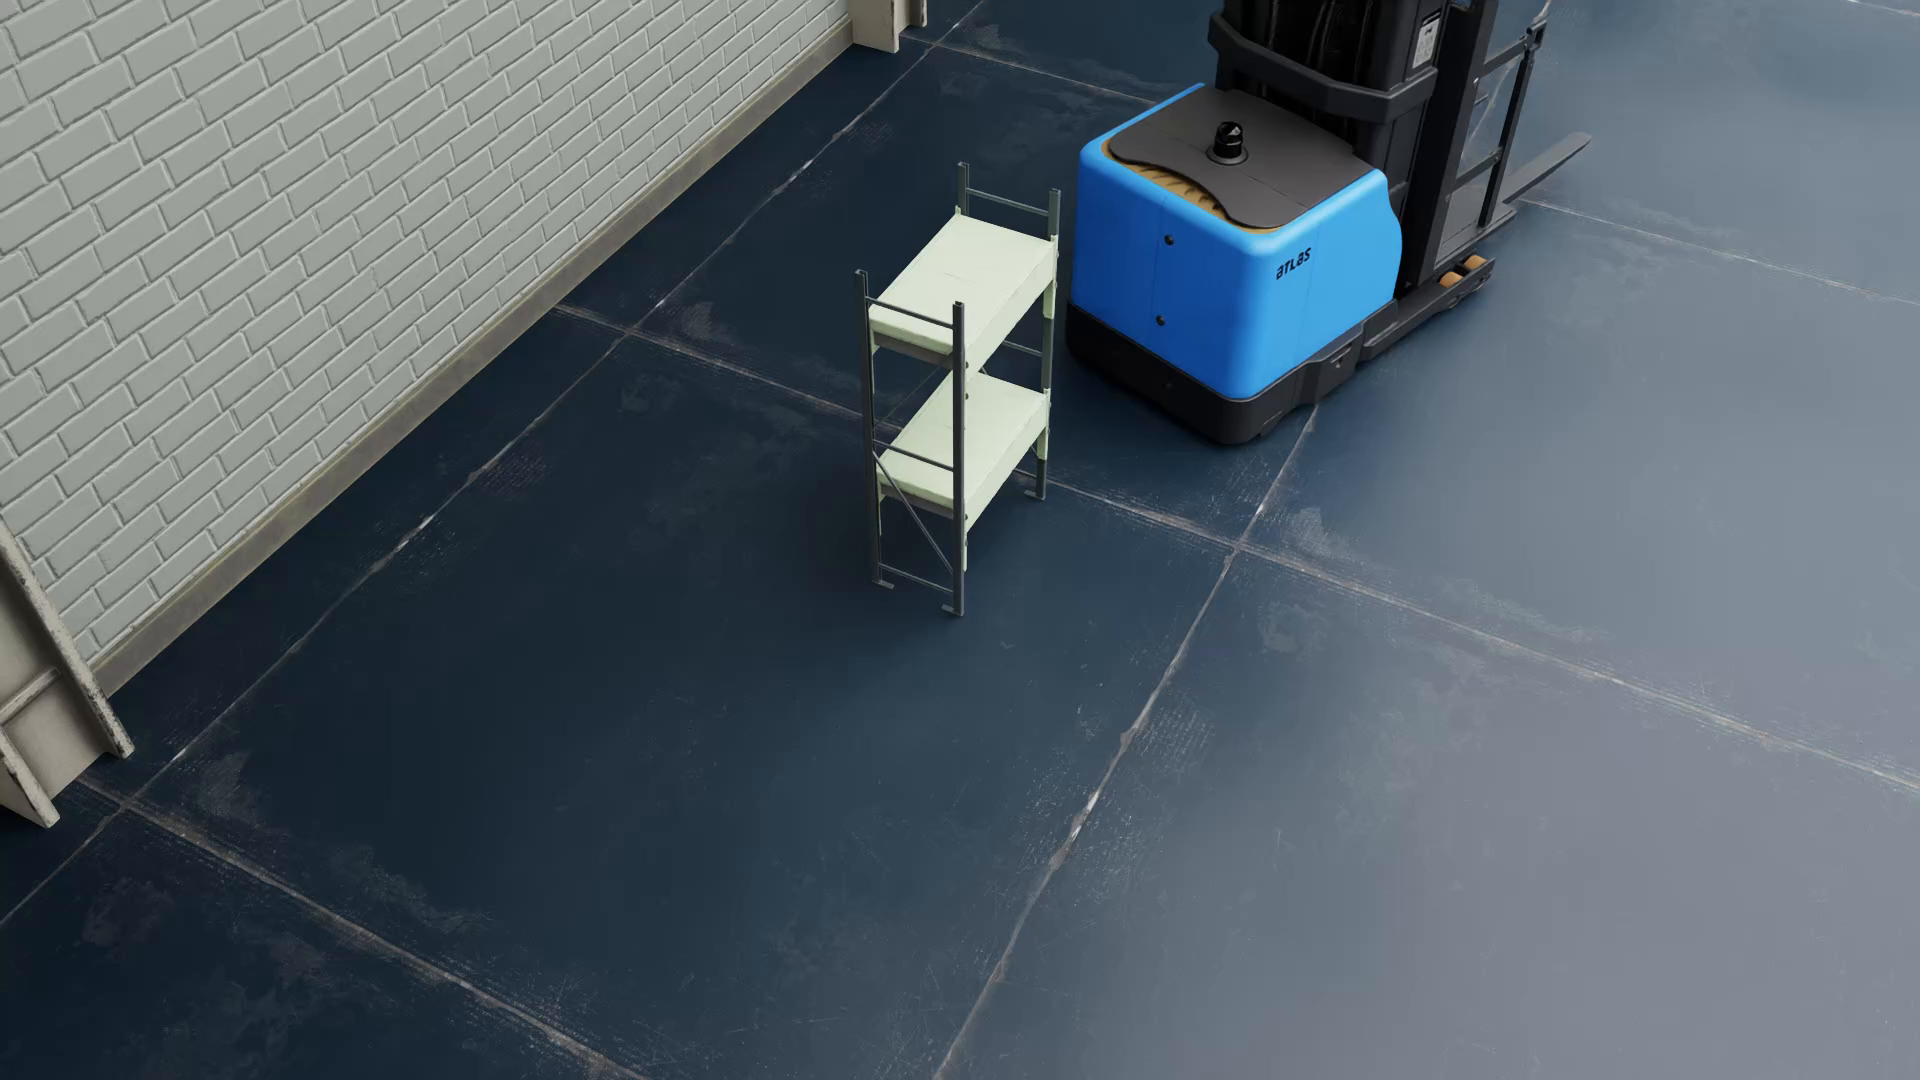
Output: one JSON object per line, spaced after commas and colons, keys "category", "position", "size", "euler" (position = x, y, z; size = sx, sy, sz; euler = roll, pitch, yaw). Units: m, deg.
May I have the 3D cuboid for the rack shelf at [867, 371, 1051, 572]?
{"category": "rack shelf", "position": [0.003, -0.302, 6.453], "size": [0.431, 0.370, 0.720], "euler": [20, 49, 19]}

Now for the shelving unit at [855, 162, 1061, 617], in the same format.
{"category": "shelving unit", "position": [0.003, -0.531, 6.221], "size": [0.431, 1.500, 0.755], "euler": [20, 49, 19]}

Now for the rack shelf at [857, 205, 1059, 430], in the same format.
{"category": "rack shelf", "position": [0.003, -0.806, 5.943], "size": [0.431, 0.370, 0.720], "euler": [20, 49, 19]}

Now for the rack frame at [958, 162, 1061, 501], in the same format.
{"category": "rack frame", "position": [0.173, -0.762, 6.449], "size": [0.400, 1.500, 0.023], "euler": [20, 49, 19]}

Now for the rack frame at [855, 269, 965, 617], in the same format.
{"category": "rack frame", "position": [-0.167, -0.301, 5.993], "size": [0.400, 1.500, 0.023], "euler": [20, 49, 19]}

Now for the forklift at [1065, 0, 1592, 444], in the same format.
{"category": "forklift", "position": [1.892, -2.364, 7.026], "size": [3.031, 2.935, 1.130], "euler": [-34, 54, -29]}

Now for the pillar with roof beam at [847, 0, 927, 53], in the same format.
{"category": "pillar with roof beam", "position": [3.394, -4.696, 5.064], "size": [9.100, 9.000, 0.400], "euler": [20, 49, 19]}

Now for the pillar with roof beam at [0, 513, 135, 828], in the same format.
{"category": "pillar with roof beam", "position": [0.609, -0.916, 1.328], "size": [9.100, 9.000, 0.400], "euler": [20, 49, 19]}
